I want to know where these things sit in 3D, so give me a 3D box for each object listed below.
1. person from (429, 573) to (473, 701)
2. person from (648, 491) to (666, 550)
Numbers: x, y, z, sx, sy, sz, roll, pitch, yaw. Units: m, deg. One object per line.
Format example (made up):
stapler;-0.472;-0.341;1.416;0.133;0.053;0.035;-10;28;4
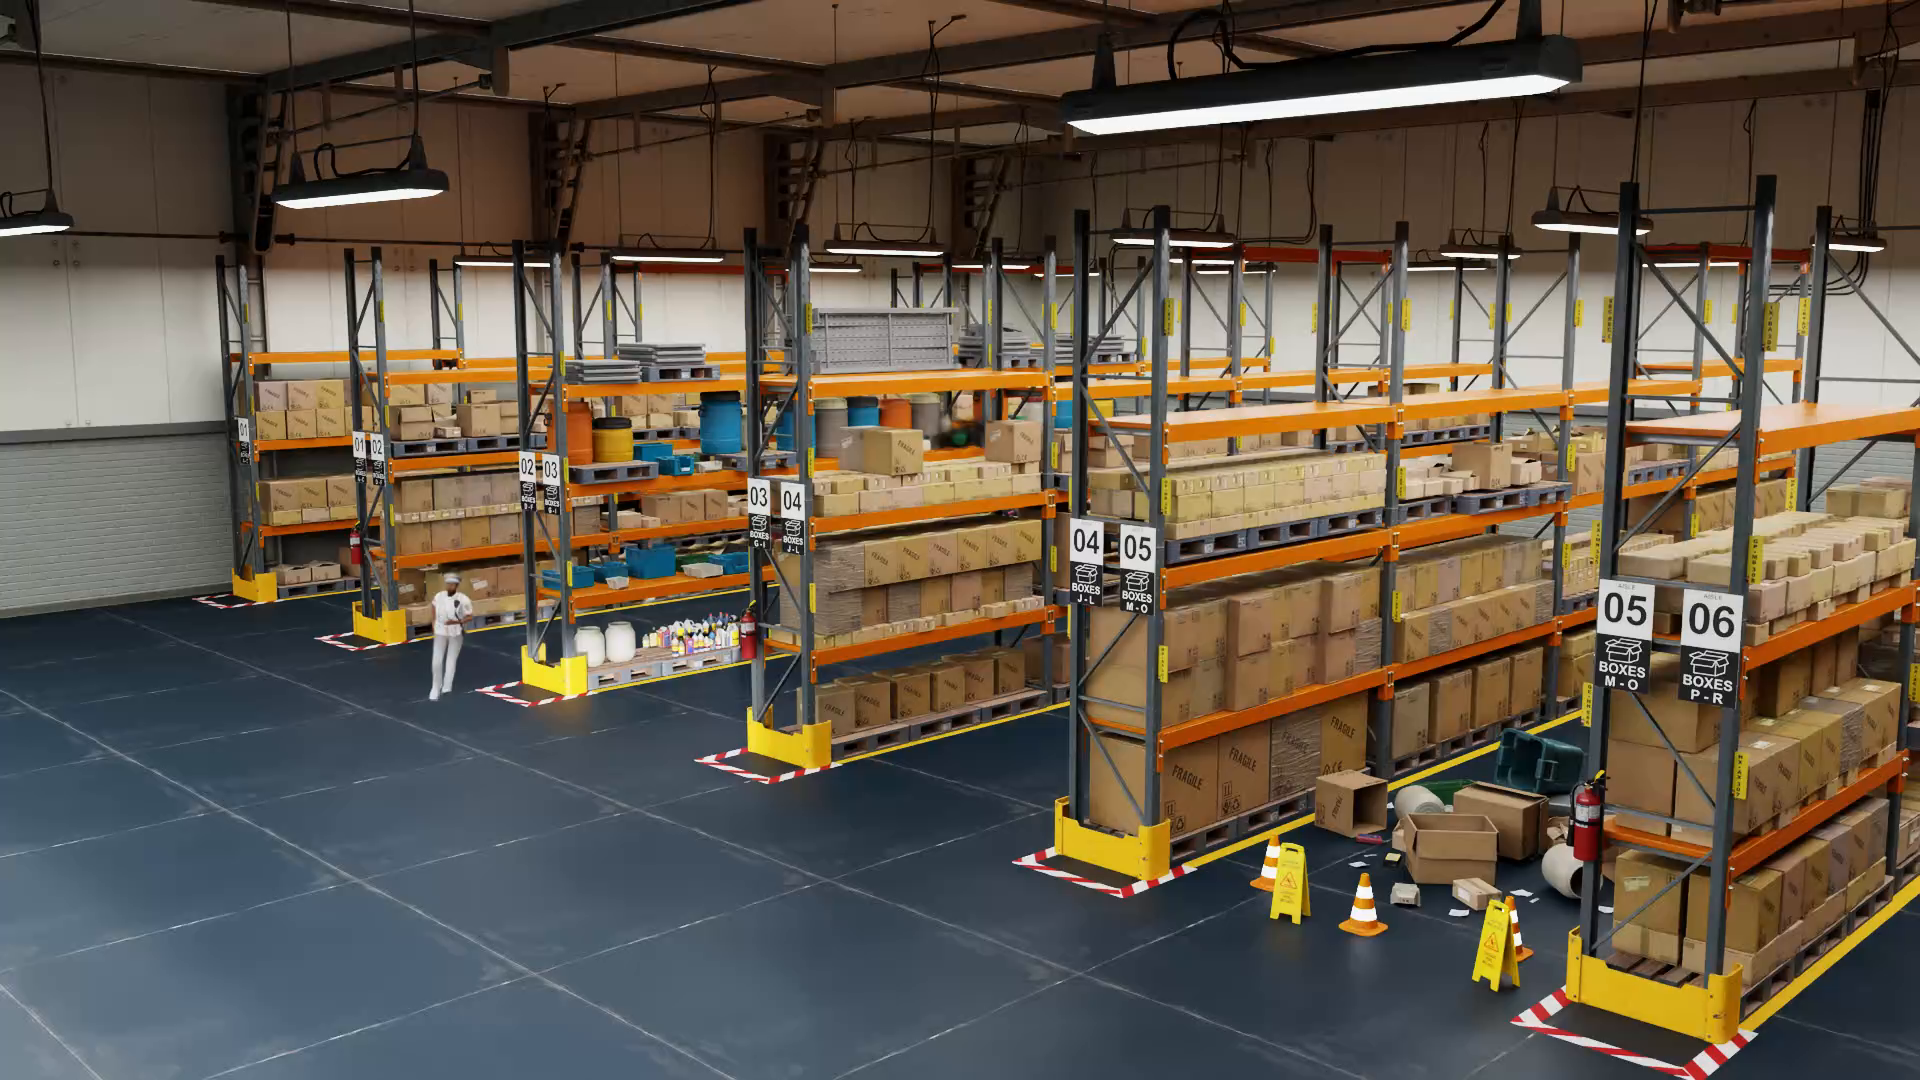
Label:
person;-6.692;1.266;21.868;0.598;1.709;0.653;-1;8;-8
person;-5.725;-0.109;31.491;0.612;1.648;0.571;8;11;43
